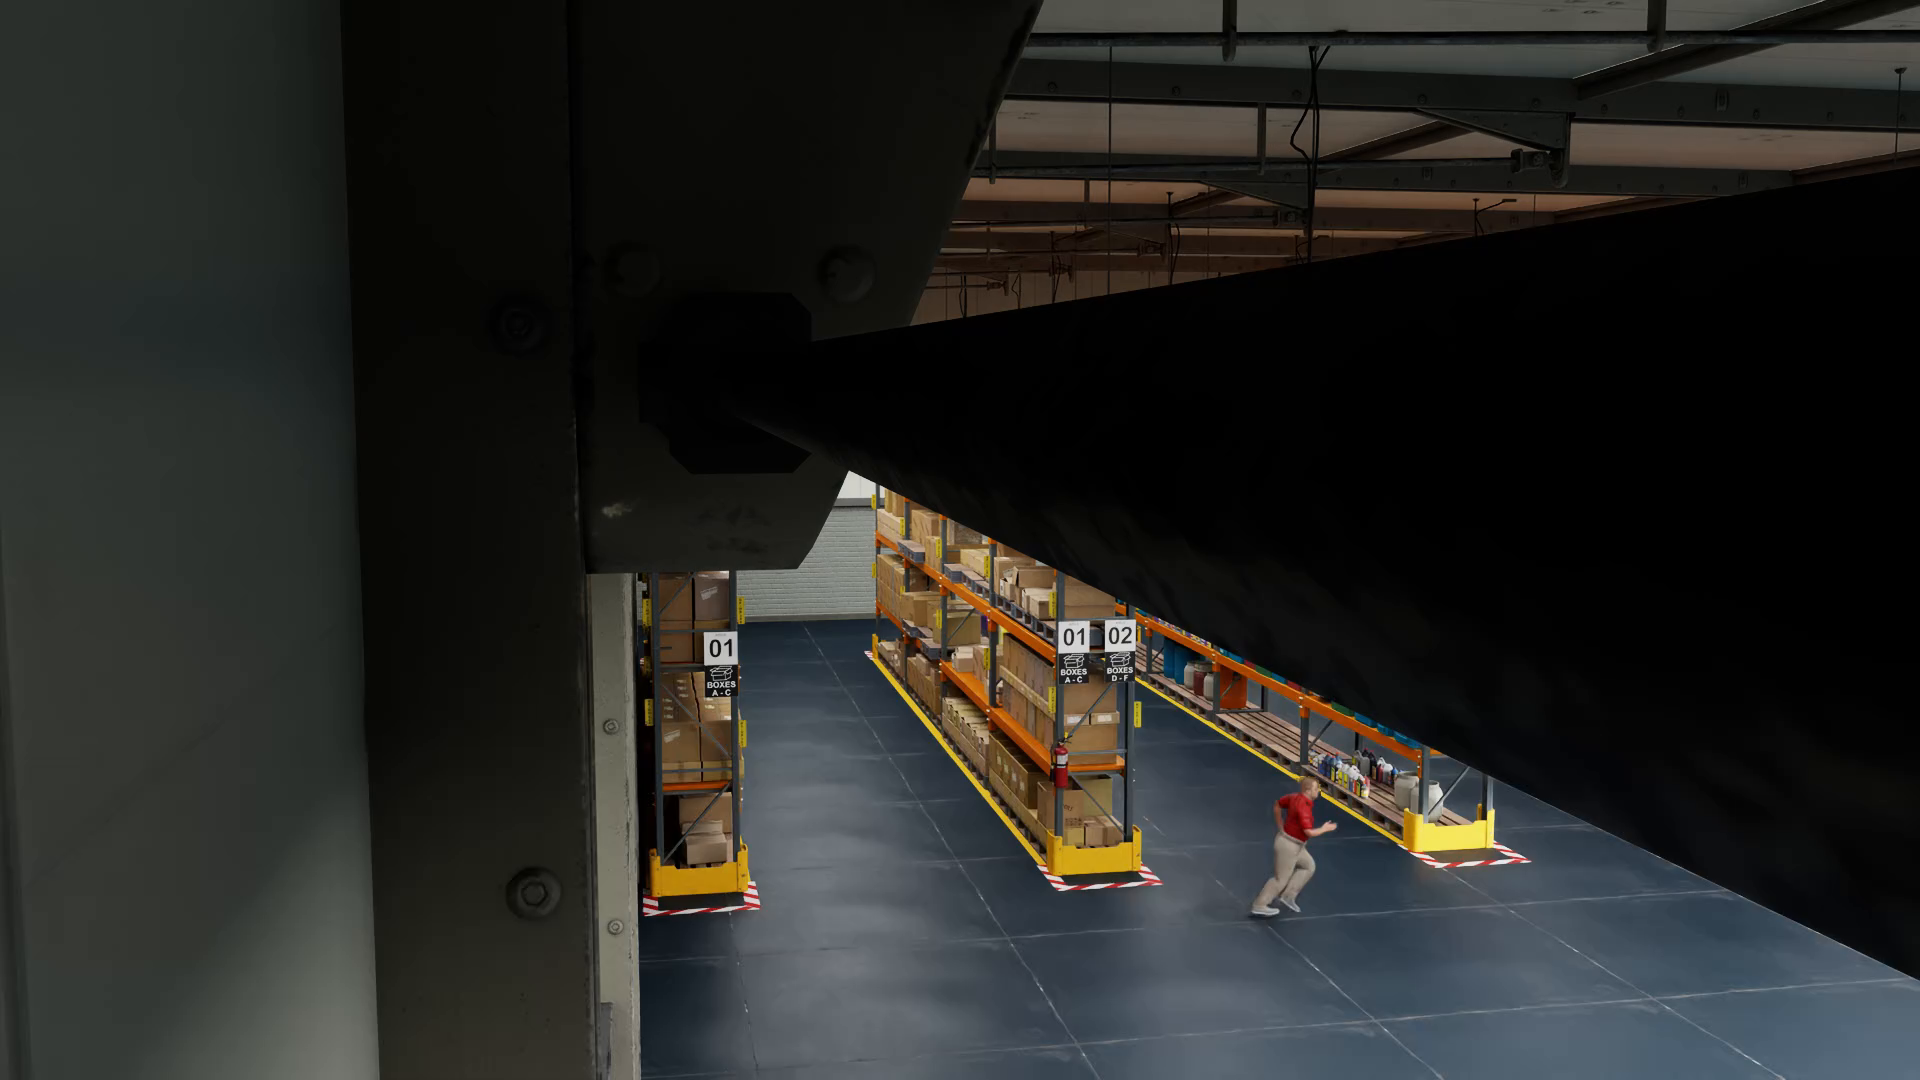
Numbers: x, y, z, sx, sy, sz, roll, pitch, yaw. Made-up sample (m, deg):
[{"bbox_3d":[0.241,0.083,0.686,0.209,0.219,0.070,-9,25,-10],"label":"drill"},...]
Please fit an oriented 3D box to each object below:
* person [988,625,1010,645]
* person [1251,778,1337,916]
[{"bbox_3d":[0.953,2.133,32.341,0.684,1.720,0.646,-2,6,-16],"label":"person"},{"bbox_3d":[3.857,3.550,19.196,0.956,1.658,0.665,1,6,8],"label":"person"}]
